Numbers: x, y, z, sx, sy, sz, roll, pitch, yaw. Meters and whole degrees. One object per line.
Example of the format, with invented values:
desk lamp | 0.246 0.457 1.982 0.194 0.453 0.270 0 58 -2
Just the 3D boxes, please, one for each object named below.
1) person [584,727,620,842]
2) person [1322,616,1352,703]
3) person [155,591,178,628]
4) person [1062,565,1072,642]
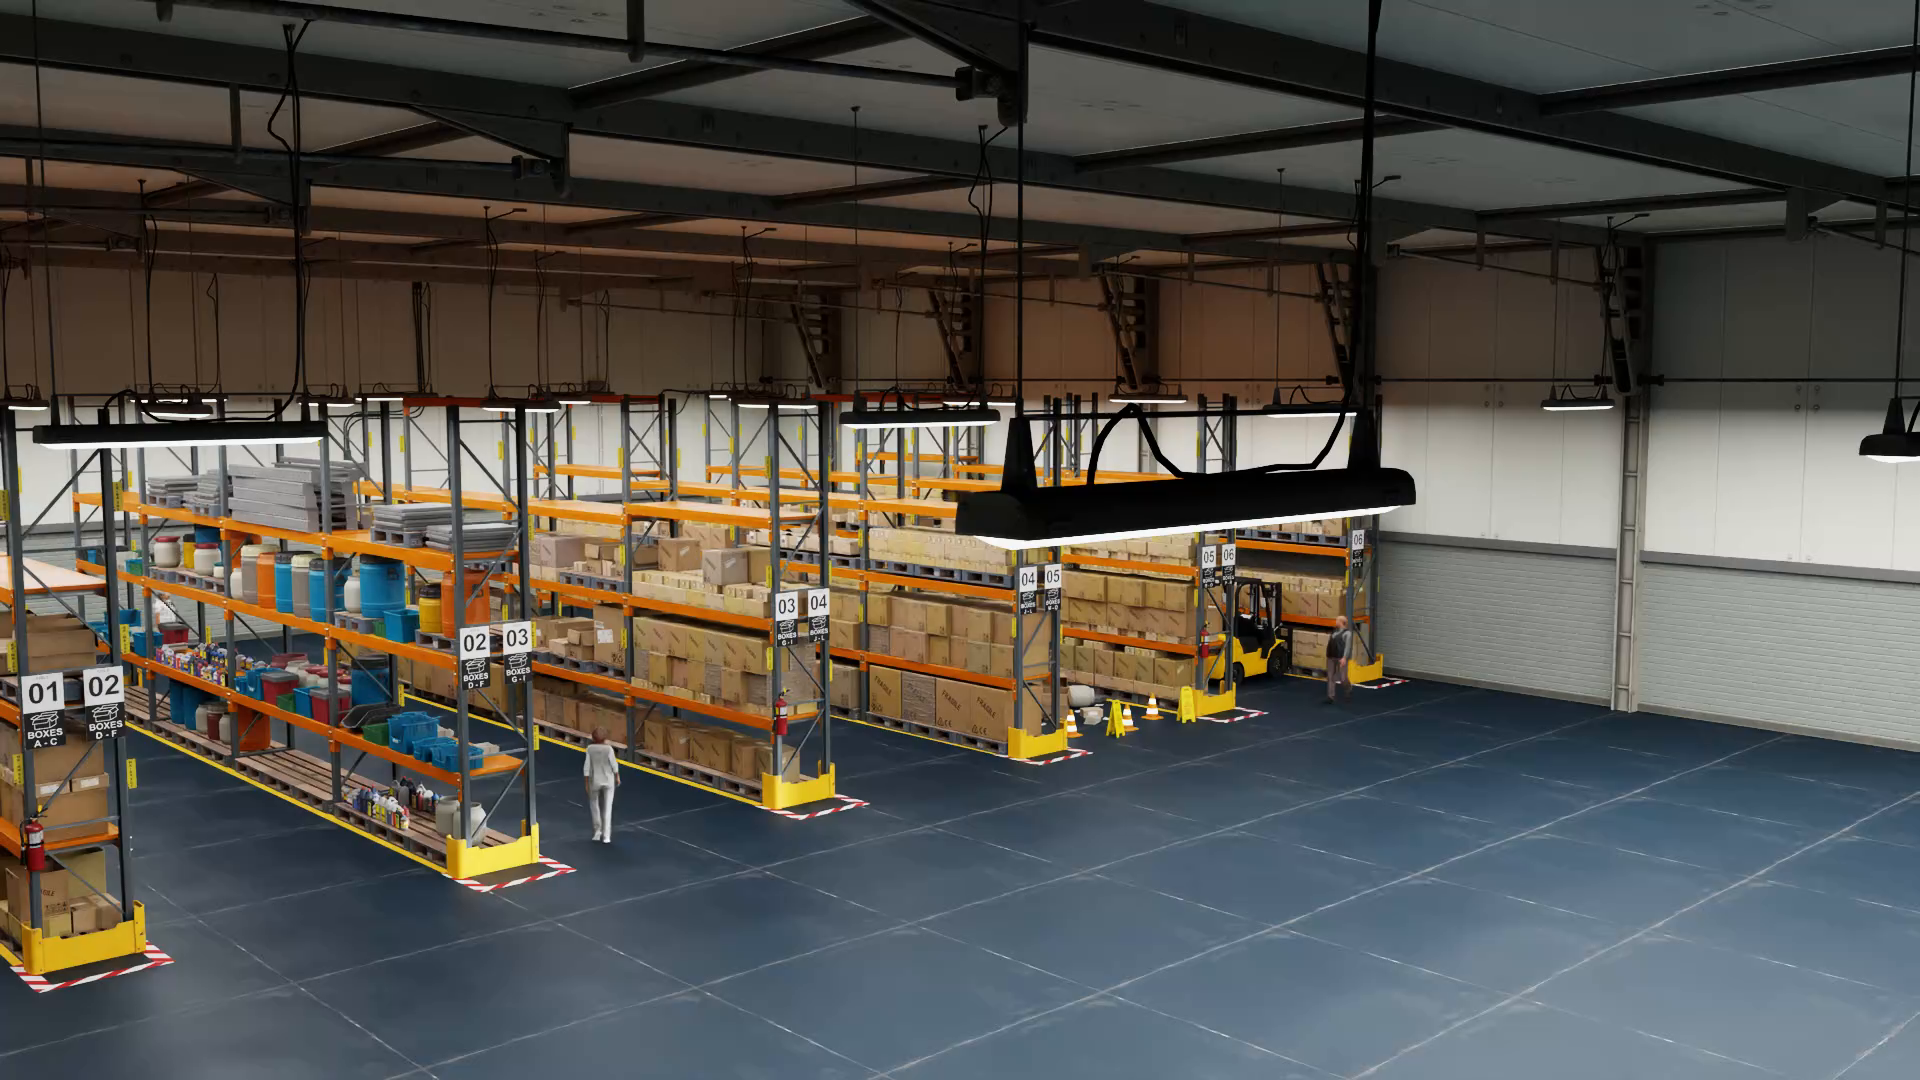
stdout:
person | -4.889 3.337 22.714 0.484 1.616 0.449 -1 6 -11
person | 7.386 2.347 32.566 0.540 1.700 0.728 4 7 38
person | -17.778 1.914 37.225 0.395 1.672 0.492 4 7 36
person | 2.385 1.489 38.185 0.662 1.858 0.617 4 7 37
